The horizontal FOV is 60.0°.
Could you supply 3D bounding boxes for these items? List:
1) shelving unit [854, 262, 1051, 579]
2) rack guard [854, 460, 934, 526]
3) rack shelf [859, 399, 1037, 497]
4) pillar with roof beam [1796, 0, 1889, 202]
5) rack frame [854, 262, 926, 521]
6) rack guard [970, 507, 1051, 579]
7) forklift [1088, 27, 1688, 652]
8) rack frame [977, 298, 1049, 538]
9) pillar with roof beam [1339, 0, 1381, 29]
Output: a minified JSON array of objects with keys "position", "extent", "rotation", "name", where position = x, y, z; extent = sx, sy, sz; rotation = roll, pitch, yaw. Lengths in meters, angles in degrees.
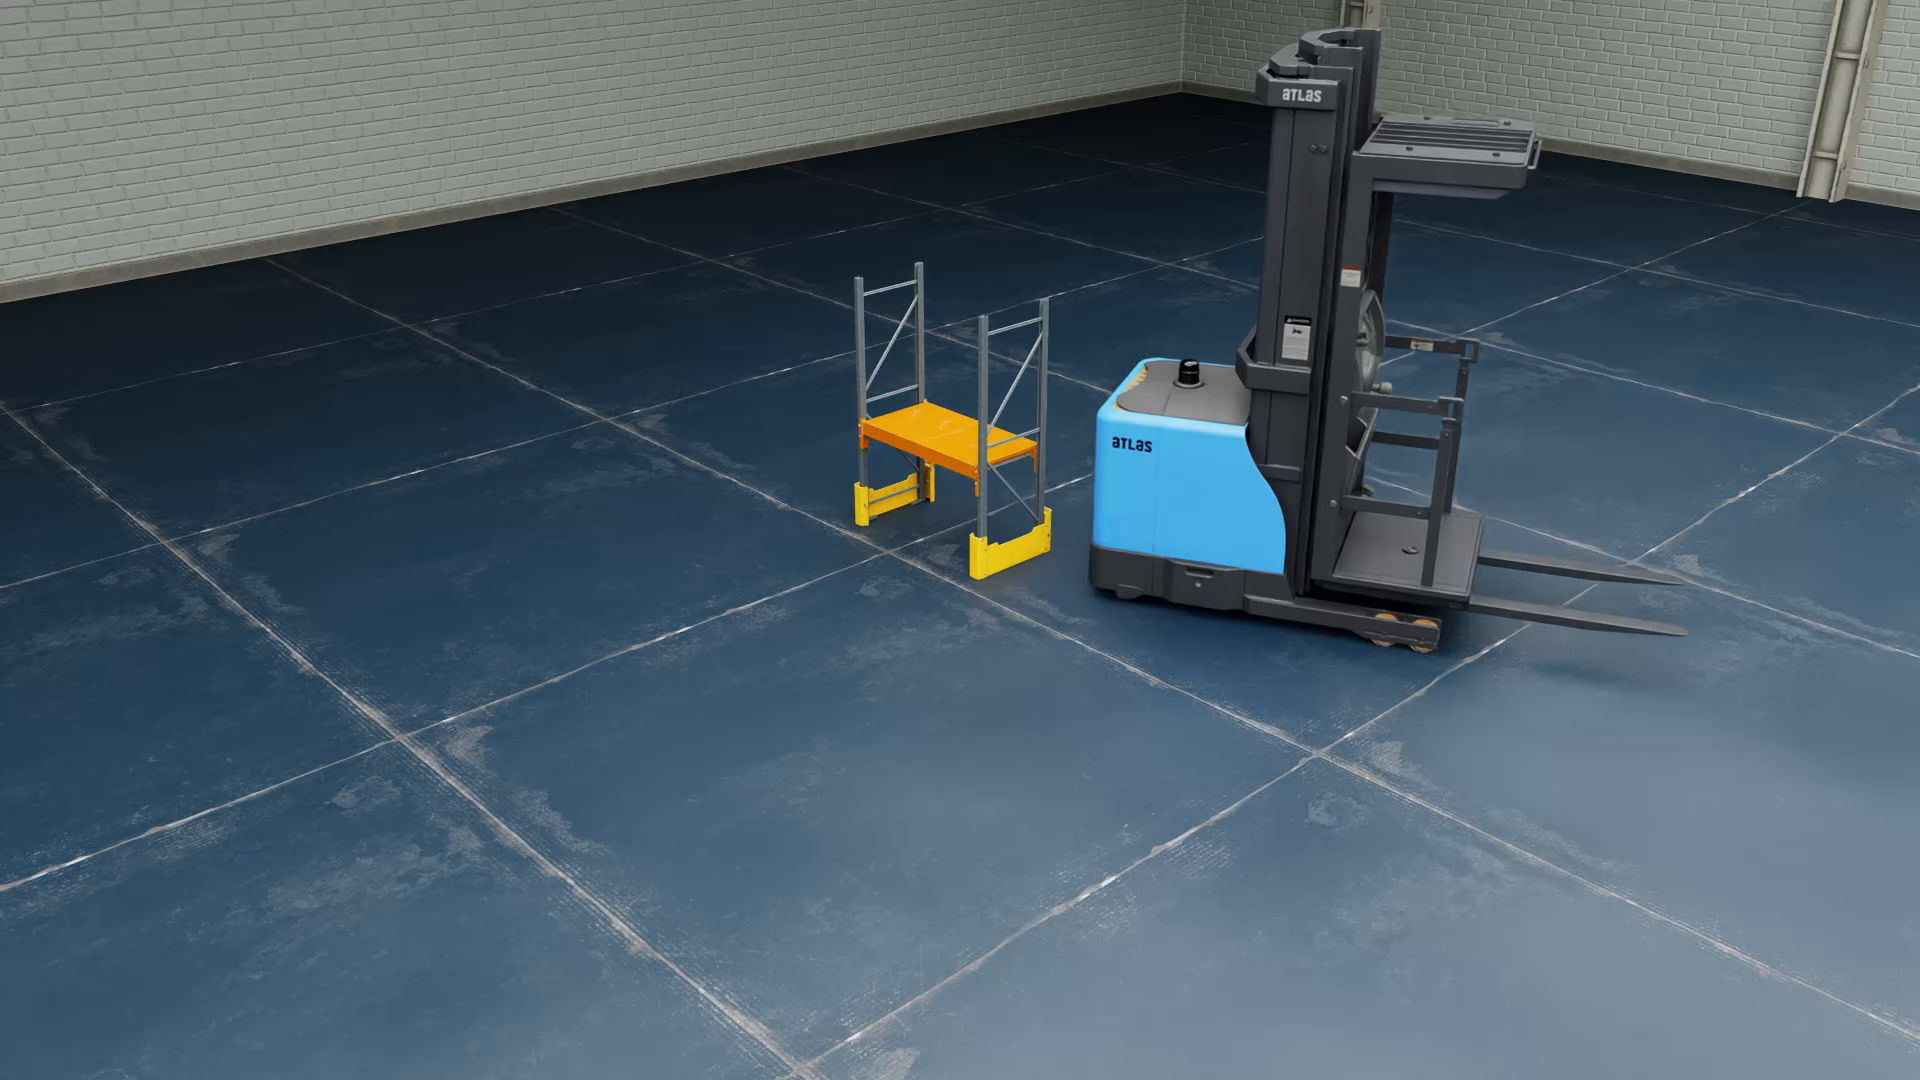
[{"position":[-0.052,-0.705,9.489],"extent":[0.587,1.500,1.083],"rotation":[-21,32,-38],"name":"shelving unit"},{"position":[-0.392,-0.288,10.079],"extent":[0.587,0.250,0.087],"rotation":[-21,32,-38],"name":"rack guard"},{"position":[-0.058,-0.545,9.570],"extent":[0.538,0.185,1.000],"rotation":[-21,32,-38],"name":"rack shelf"},{"position":[6.063,-6.541,13.247],"extent":[9.100,9.000,0.400],"rotation":[-21,32,-38],"name":"pillar with roof beam"},{"position":[-0.406,-0.862,9.833],"extent":[0.500,1.500,0.032],"rotation":[-21,32,-38],"name":"rack frame"},{"position":[0.288,0.014,9.418],"extent":[0.587,0.250,0.087],"rotation":[-21,32,-38],"name":"rack guard"},{"position":[2.275,-1.009,8.430],"extent":[3.031,2.935,1.130],"rotation":[9,26,18],"name":"forklift"},{"position":[0.289,-0.554,9.158],"extent":[0.500,1.500,0.032],"rotation":[-21,32,-38],"name":"rack frame"},{"position":[1.962,-8.359,17.232],"extent":[9.100,9.000,0.400],"rotation":[-21,32,-38],"name":"pillar with roof beam"}]
